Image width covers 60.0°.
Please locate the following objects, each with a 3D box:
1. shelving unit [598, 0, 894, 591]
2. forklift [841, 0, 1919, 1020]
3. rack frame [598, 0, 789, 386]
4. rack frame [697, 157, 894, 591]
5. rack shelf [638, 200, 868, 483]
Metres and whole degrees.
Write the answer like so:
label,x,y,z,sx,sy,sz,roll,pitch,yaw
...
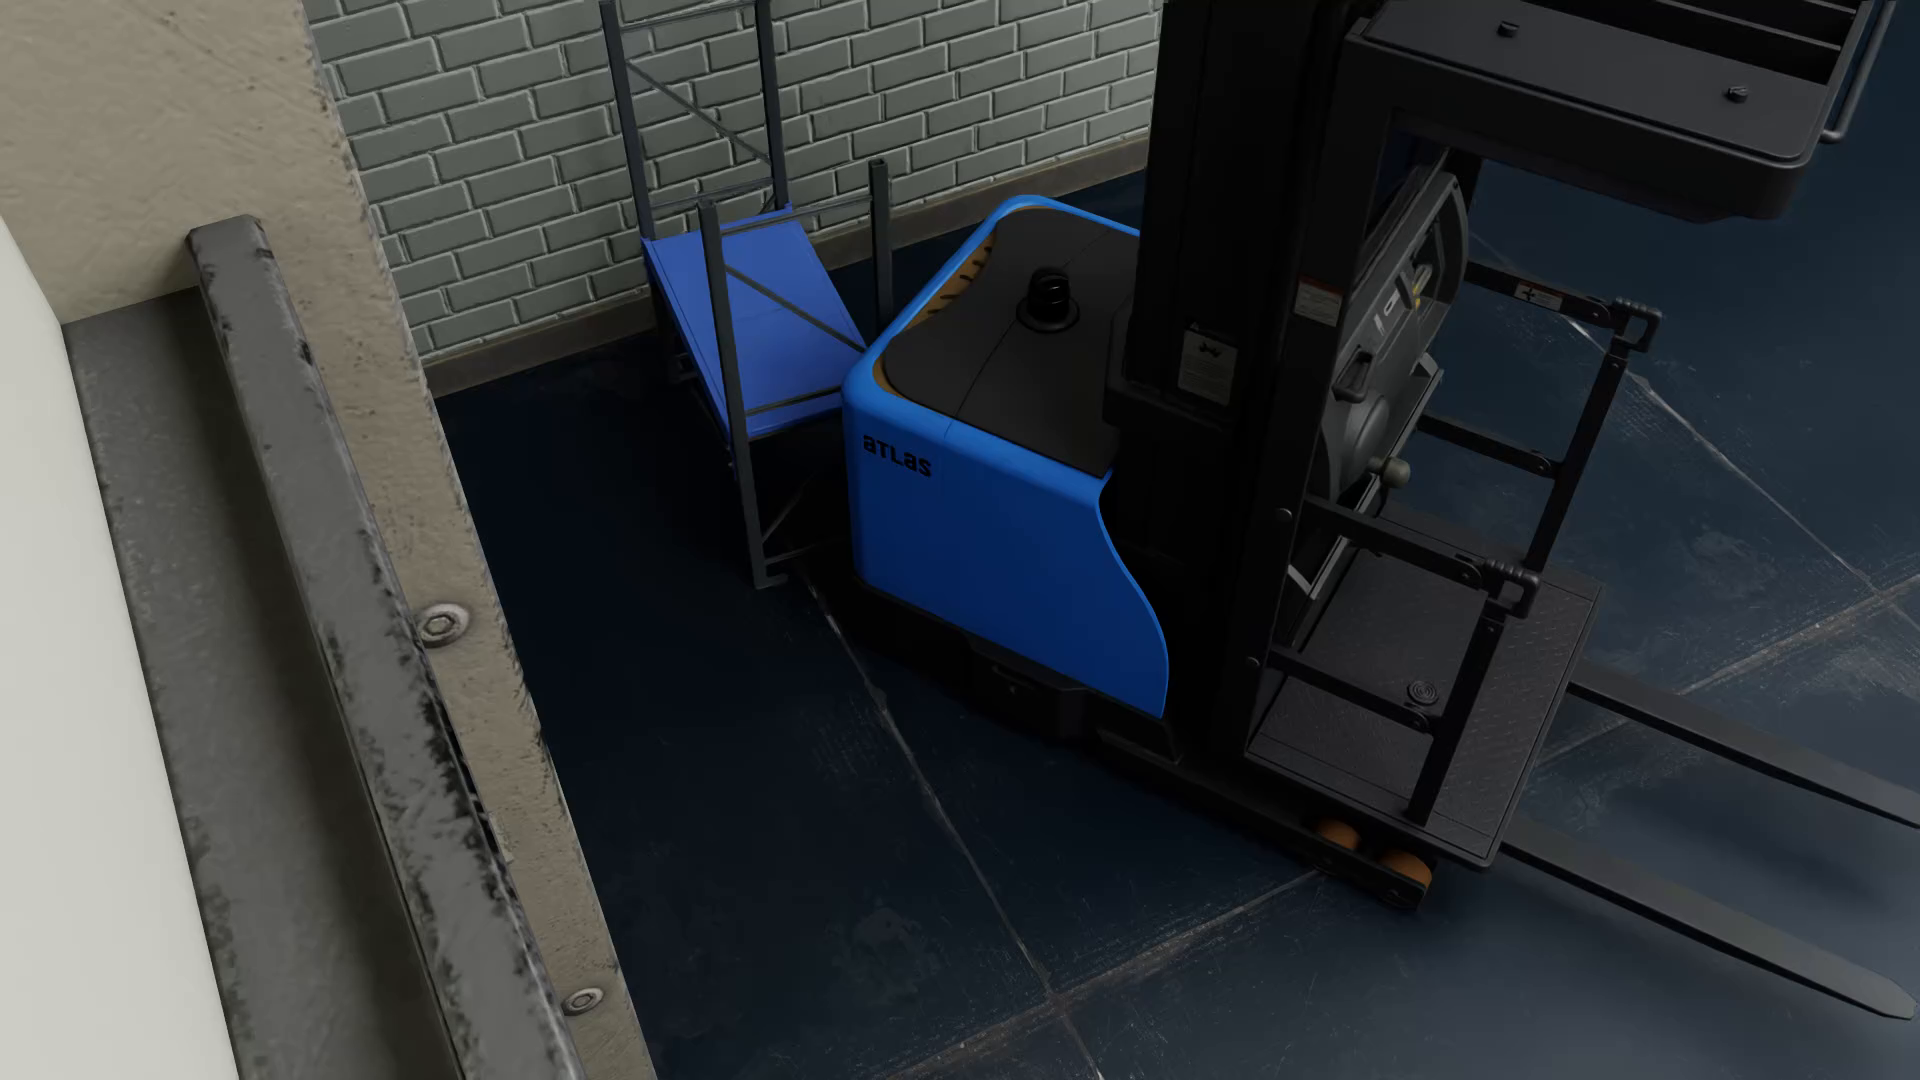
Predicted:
label,x,y,z,sx,sy,sz,roll,pitch,yaw
shelving unit,-0.614,-0.768,5.092,0.538,1.500,1.048,-17,51,-14
forklift,1.202,-0.428,3.845,3.031,2.935,1.130,24,53,19
rack frame,-0.805,-1.122,5.403,0.500,1.500,0.032,-17,51,-14
rack frame,-0.423,-0.413,4.782,0.500,1.500,0.032,-17,51,-14
rack shelf,-0.614,-0.649,5.228,0.538,0.185,1.000,-17,51,-14
